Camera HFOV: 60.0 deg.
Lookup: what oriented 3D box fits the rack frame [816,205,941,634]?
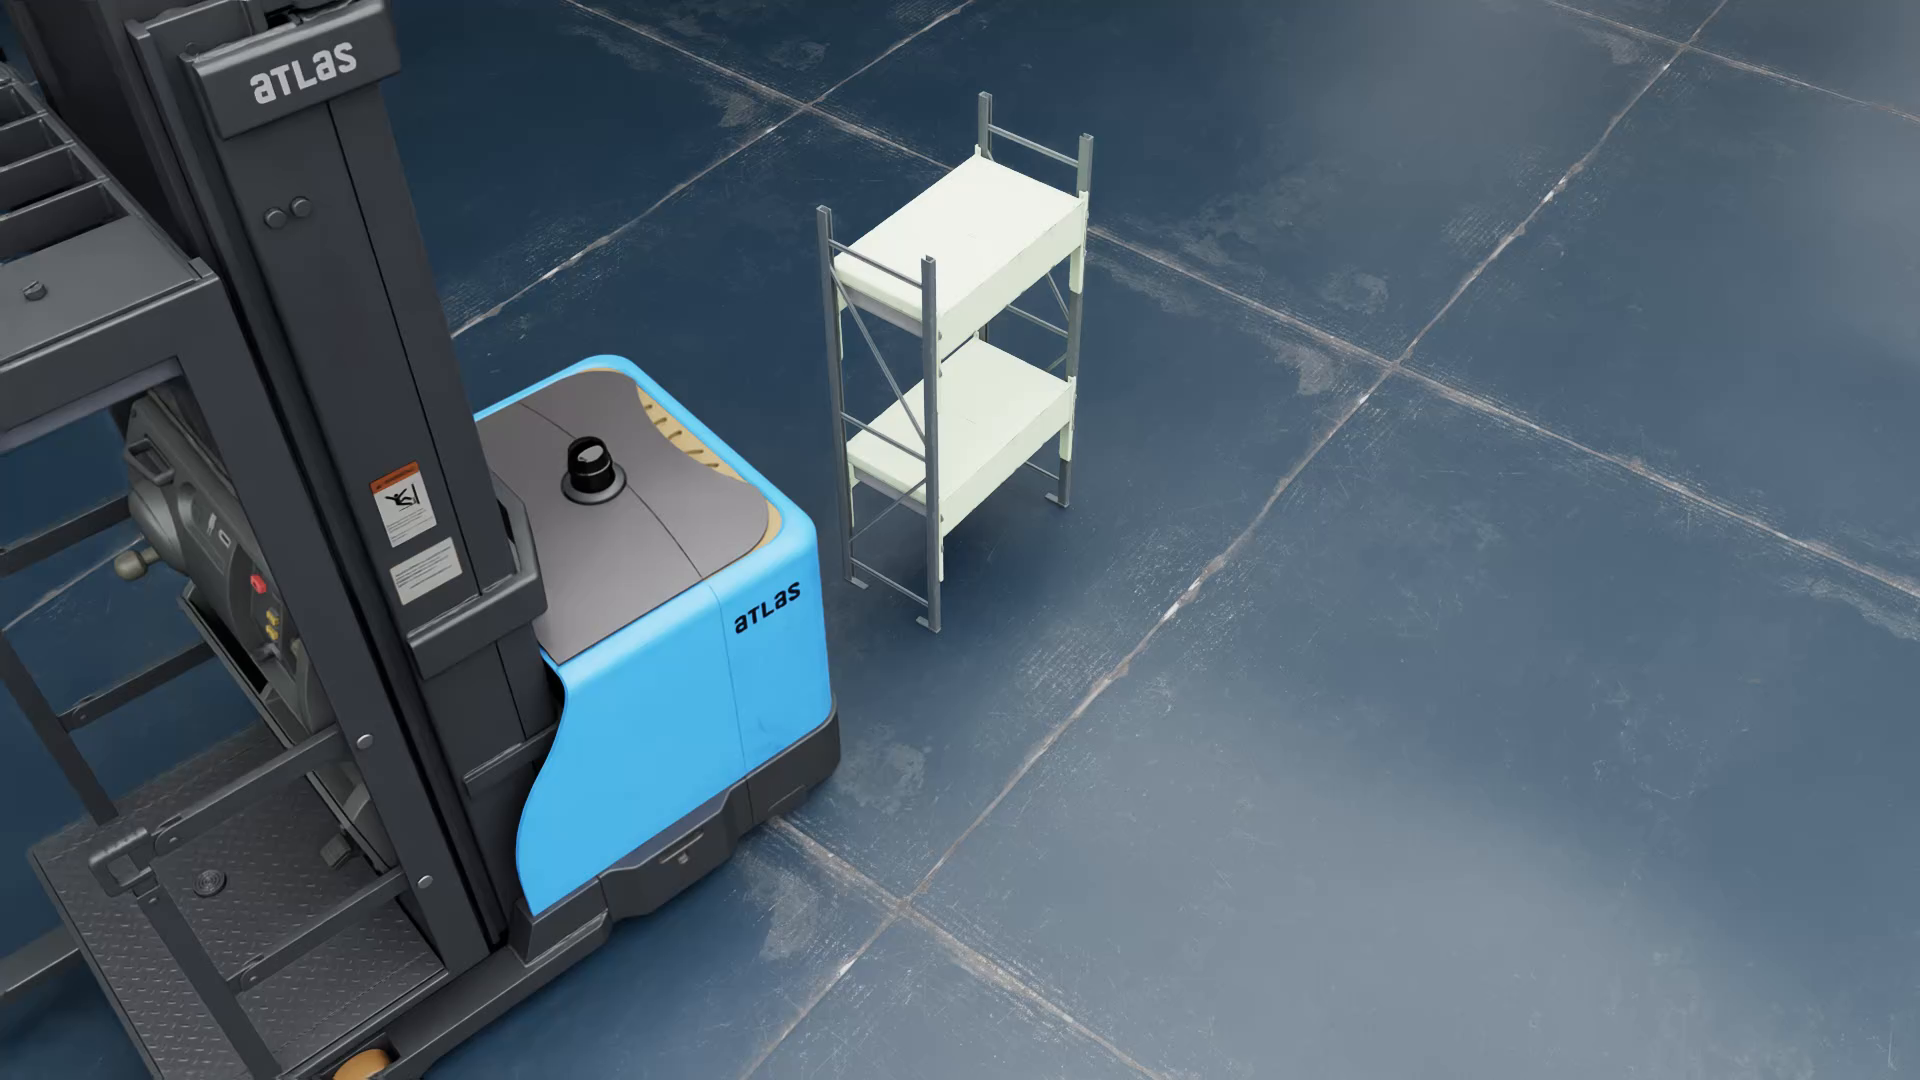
[{"bbox_3d":[-0.228,-0.305,5.004,0.400,1.500,0.023,29,53,25],"label":"rack frame"}]

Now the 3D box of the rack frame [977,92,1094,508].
[{"bbox_3d":[0.220,-0.724,5.404,0.400,1.500,0.023,29,53,25],"label":"rack frame"}]

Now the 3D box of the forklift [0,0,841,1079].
[{"bbox_3d":[-1.799,0.133,3.596,3.031,2.935,1.130,-32,54,-27],"label":"forklift"}]

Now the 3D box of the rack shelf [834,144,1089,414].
[{"bbox_3d":[-0.004,-0.784,4.922,0.431,0.370,0.720,29,53,25],"label":"rack shelf"}]

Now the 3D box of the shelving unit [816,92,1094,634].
[{"bbox_3d":[-0.004,-0.514,5.204,0.431,1.500,0.755,29,53,25],"label":"shelving unit"}]

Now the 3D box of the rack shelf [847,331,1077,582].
[{"bbox_3d":[-0.004,-0.289,5.440,0.431,0.370,0.720,29,53,25],"label":"rack shelf"}]
